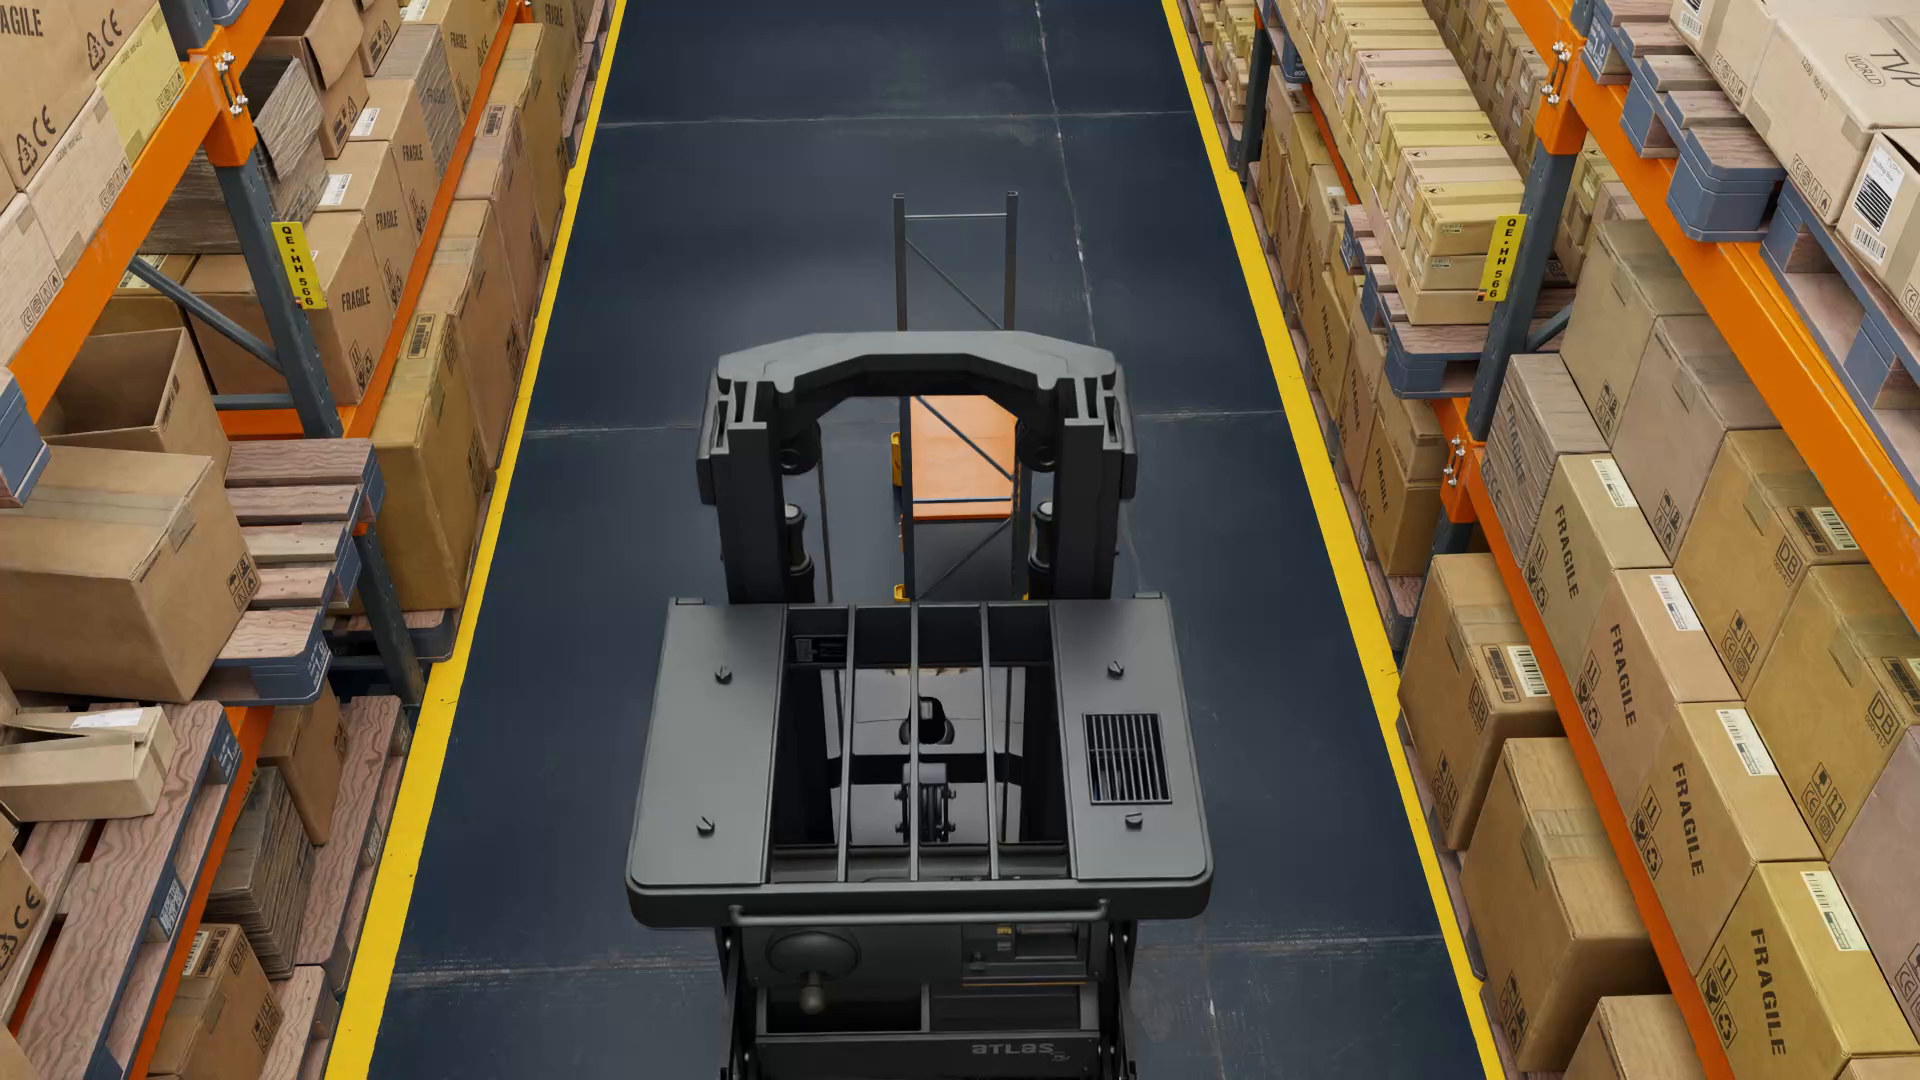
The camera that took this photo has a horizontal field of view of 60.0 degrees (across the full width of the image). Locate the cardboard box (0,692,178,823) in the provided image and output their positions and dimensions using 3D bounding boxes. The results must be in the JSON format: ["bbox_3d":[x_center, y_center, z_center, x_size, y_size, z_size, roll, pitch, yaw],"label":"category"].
[{"bbox_3d":[-2.325,0.554,4.364,0.396,0.266,0.258,-3,43,-3],"label":"cardboard box"}]

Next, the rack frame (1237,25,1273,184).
[{"bbox_3d":[2.124,-3.233,8.707,1.000,3.000,0.127,-2,43,-2],"label":"rack frame"}]

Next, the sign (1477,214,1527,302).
[{"bbox_3d":[1.752,-0.909,5.373,0.100,0.325,0.005,-2,43,-2],"label":"sign"}]

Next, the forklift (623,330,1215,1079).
[{"bbox_3d":[-0.081,1.080,4.052,1.130,2.935,3.031,-1,43,-1],"label":"forklift"}]

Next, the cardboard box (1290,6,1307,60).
[{"bbox_3d":[1.726,-2.319,7.585,0.380,0.149,0.250,-3,43,-4],"label":"cardboard box"}]

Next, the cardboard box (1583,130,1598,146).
[{"bbox_3d":[2.448,-1.479,6.228,0.380,0.149,0.250,-2,43,-2],"label":"cardboard box"}]

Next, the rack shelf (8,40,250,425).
[{"bbox_3d":[-2.581,0.051,3.437,1.077,0.370,4.000,-2,43,-2],"label":"rack shelf"}]

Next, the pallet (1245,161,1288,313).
[{"bbox_3d":[2.159,-1.680,9.076,1.003,0.211,1.213,-2,43,-2],"label":"pallet"}]

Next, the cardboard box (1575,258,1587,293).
[{"bbox_3d":[2.477,-0.903,6.040,0.380,0.149,0.250,-2,43,-2],"label":"cardboard box"}]

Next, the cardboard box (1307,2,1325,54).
[{"bbox_3d":[1.742,-2.241,7.279,0.380,0.149,0.250,-2,43,-3],"label":"cardboard box"}]

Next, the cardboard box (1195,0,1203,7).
[{"bbox_3d":[1.736,-3.631,10.940,0.380,0.149,0.250,-2,43,-2],"label":"cardboard box"}]

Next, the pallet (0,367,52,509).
[{"bbox_3d":[-2.463,0.085,3.006,1.213,0.211,1.003,-2,43,-2],"label":"pallet"}]

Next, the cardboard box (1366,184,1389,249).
[{"bbox_3d":[1.794,-1.256,6.426,0.380,0.149,0.250,-1,43,-1],"label":"cardboard box"}]

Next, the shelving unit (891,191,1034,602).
[{"bbox_3d":[0.003,-0.501,6.837,0.587,1.500,1.083,-2,43,-2],"label":"shelving unit"}]

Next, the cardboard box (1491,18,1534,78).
[{"bbox_3d":[2.411,-2.019,6.818,0.380,0.149,0.250,0,43,0],"label":"cardboard box"}]

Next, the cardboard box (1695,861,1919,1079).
[{"bbox_3d":[2.132,1.104,3.902,0.500,0.500,0.500,-1,43,-1],"label":"cardboard box"}]

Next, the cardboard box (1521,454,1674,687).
[{"bbox_3d":[2.068,0.084,5.014,0.500,0.500,0.500,-2,43,-2],"label":"cardboard box"}]

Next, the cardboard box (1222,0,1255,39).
[{"bbox_3d":[1.781,-3.129,9.952,0.380,0.149,0.250,-2,43,-2],"label":"cardboard box"}]

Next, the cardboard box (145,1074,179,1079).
[{"bbox_3d":[-2.526,1.885,4.647,0.700,0.500,0.500,-5,43,-5],"label":"cardboard box"}]

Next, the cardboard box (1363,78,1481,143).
[{"bbox_3d":[1.781,-1.659,6.424,0.380,0.149,0.250,0,43,-1],"label":"cardboard box"}]

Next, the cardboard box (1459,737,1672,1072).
[{"bbox_3d":[2.271,1.145,5.285,1.050,0.750,0.750,-1,43,-1],"label":"cardboard box"}]

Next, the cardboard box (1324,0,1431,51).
[{"bbox_3d":[1.752,-2.181,6.994,0.380,0.149,0.250,0,43,0],"label":"cardboard box"}]

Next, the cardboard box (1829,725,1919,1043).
[{"bbox_3d":[2.392,0.738,3.560,0.700,0.500,0.500,-1,43,-1],"label":"cardboard box"}]

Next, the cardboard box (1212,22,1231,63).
[{"bbox_3d":[1.740,-3.013,10.046,0.380,0.149,0.250,-3,43,-3],"label":"cardboard box"}]

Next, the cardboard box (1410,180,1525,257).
[{"bbox_3d":[1.815,-1.132,5.850,0.380,0.149,0.250,-3,43,-3],"label":"cardboard box"}]

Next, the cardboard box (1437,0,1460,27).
[{"bbox_3d":[2.384,-2.437,7.493,0.380,0.149,0.250,-4,43,-4],"label":"cardboard box"}]

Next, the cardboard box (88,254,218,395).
[{"bbox_3d":[-2.934,-0.822,6.002,0.500,0.500,0.500,0,43,0],"label":"cardboard box"}]

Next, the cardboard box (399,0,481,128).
[{"bbox_3d":[-2.500,-2.202,7.508,0.500,0.500,0.500,-2,43,-2],"label":"cardboard box"}]

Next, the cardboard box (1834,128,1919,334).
[{"bbox_3d":[2.148,-0.618,3.315,0.500,0.311,0.500,-2,43,-3],"label":"cardboard box"}]

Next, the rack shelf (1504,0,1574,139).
[{"bbox_3d":[2.209,-2.724,6.464,1.077,0.370,4.000,-2,43,-2],"label":"rack shelf"}]

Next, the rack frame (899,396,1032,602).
[{"bbox_3d":[0.025,-0.152,6.456,0.500,1.500,0.032,-2,43,-2],"label":"rack frame"}]

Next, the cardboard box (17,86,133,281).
[{"bbox_3d":[-2.366,-0.861,4.010,0.500,0.250,0.500,-2,43,-2],"label":"cardboard box"}]

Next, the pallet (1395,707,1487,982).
[{"bbox_3d":[2.252,1.029,6.121,1.003,0.211,1.213,-2,43,-2],"label":"pallet"}]

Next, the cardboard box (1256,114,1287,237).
[{"bbox_3d":[1.891,-1.960,8.858,0.500,0.500,0.500,0,43,0],"label":"cardboard box"}]

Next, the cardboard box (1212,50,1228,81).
[{"bbox_3d":[1.764,-2.947,10.194,0.380,0.149,0.250,-3,43,-3],"label":"cardboard box"}]

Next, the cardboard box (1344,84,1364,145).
[{"bbox_3d":[1.773,-1.720,6.711,0.380,0.149,0.250,-2,43,-2],"label":"cardboard box"}]

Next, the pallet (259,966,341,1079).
[{"bbox_3d":[-2.585,1.918,5.151,1.003,0.211,1.213,-2,43,-2],"label":"pallet"}]

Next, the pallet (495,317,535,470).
[{"bbox_3d":[-2.673,-0.787,8.102,1.003,0.211,1.213,-2,43,-2],"label":"pallet"}]

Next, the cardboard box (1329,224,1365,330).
[{"bbox_3d":[1.965,-1.181,7.453,0.500,0.250,0.500,-1,43,-1],"label":"cardboard box"}]

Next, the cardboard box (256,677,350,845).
[{"bbox_3d":[-2.617,0.752,5.884,0.700,0.500,0.500,-4,43,-4],"label":"cardboard box"}]

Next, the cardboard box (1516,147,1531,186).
[{"bbox_3d":[2.440,-1.449,6.635,0.380,0.149,0.250,0,43,0],"label":"cardboard box"}]

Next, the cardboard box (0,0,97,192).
[{"bbox_3d":[-2.363,-1.125,3.743,0.500,0.500,0.500,-2,43,-2],"label":"cardboard box"}]

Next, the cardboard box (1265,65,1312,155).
[{"bbox_3d":[1.892,-2.237,8.604,0.500,0.250,0.500,-3,43,-4],"label":"cardboard box"}]

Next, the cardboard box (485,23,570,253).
[{"bbox_3d":[-2.788,-2.099,8.732,1.225,0.875,0.875,-2,43,-2],"label":"cardboard box"}]

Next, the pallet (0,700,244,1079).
[{"bbox_3d":[-2.541,0.947,4.289,1.003,0.211,1.213,-2,43,-2],"label":"pallet"}]

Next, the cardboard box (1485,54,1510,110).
[{"bbox_3d":[2.418,-1.906,6.915,0.380,0.149,0.250,-2,43,-2],"label":"cardboard box"}]

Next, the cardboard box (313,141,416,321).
[{"bbox_3d":[-2.439,-1.180,6.393,0.500,0.500,0.500,-3,43,-3],"label":"cardboard box"}]

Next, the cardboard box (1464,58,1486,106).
[{"bbox_3d":[2.409,-1.974,7.208,0.380,0.149,0.250,-3,43,-3],"label":"cardboard box"}]

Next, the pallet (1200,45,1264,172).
[{"bbox_3d":[2.060,-2.658,10.143,1.003,0.211,1.213,-2,43,-2],"label":"pallet"}]

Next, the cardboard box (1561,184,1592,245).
[{"bbox_3d":[2.461,-1.220,6.166,0.380,0.149,0.250,0,43,0],"label":"cardboard box"}]

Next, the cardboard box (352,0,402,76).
[{"bbox_3d":[-2.741,-2.252,6.821,0.797,0.503,0.637,0,43,0],"label":"cardboard box"}]

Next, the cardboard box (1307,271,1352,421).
[{"bbox_3d":[1.948,-0.910,7.712,0.500,0.500,0.500,-3,43,-4],"label":"cardboard box"}]

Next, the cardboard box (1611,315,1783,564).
[{"bbox_3d":[2.326,-0.294,4.686,0.700,0.500,0.500,-2,43,-2],"label":"cardboard box"}]

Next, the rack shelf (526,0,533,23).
[{"bbox_3d":[-2.921,-4.244,10.343,1.077,0.370,4.000,-2,43,-2],"label":"rack shelf"}]

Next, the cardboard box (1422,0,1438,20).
[{"bbox_3d":[2.369,-2.520,7.805,0.380,0.149,0.250,-4,43,-4],"label":"cardboard box"}]

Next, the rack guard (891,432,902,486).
[{"bbox_3d":[-0.018,-0.377,7.626,0.587,0.250,0.087,-2,43,-2],"label":"rack guard"}]

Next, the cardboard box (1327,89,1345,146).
[{"bbox_3d":[1.765,-1.781,6.998,0.380,0.149,0.250,0,43,0],"label":"cardboard box"}]

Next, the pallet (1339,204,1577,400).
[{"bbox_3d":[2.157,-0.940,6.348,1.213,0.211,1.003,-2,43,-2],"label":"pallet"}]

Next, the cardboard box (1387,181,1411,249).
[{"bbox_3d":[1.805,-1.206,6.150,0.380,0.149,0.250,0,43,0],"label":"cardboard box"}]

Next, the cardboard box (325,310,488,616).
[{"bbox_3d":[-2.674,-0.297,6.765,1.225,0.875,0.875,-3,43,-4],"label":"cardboard box"}]
